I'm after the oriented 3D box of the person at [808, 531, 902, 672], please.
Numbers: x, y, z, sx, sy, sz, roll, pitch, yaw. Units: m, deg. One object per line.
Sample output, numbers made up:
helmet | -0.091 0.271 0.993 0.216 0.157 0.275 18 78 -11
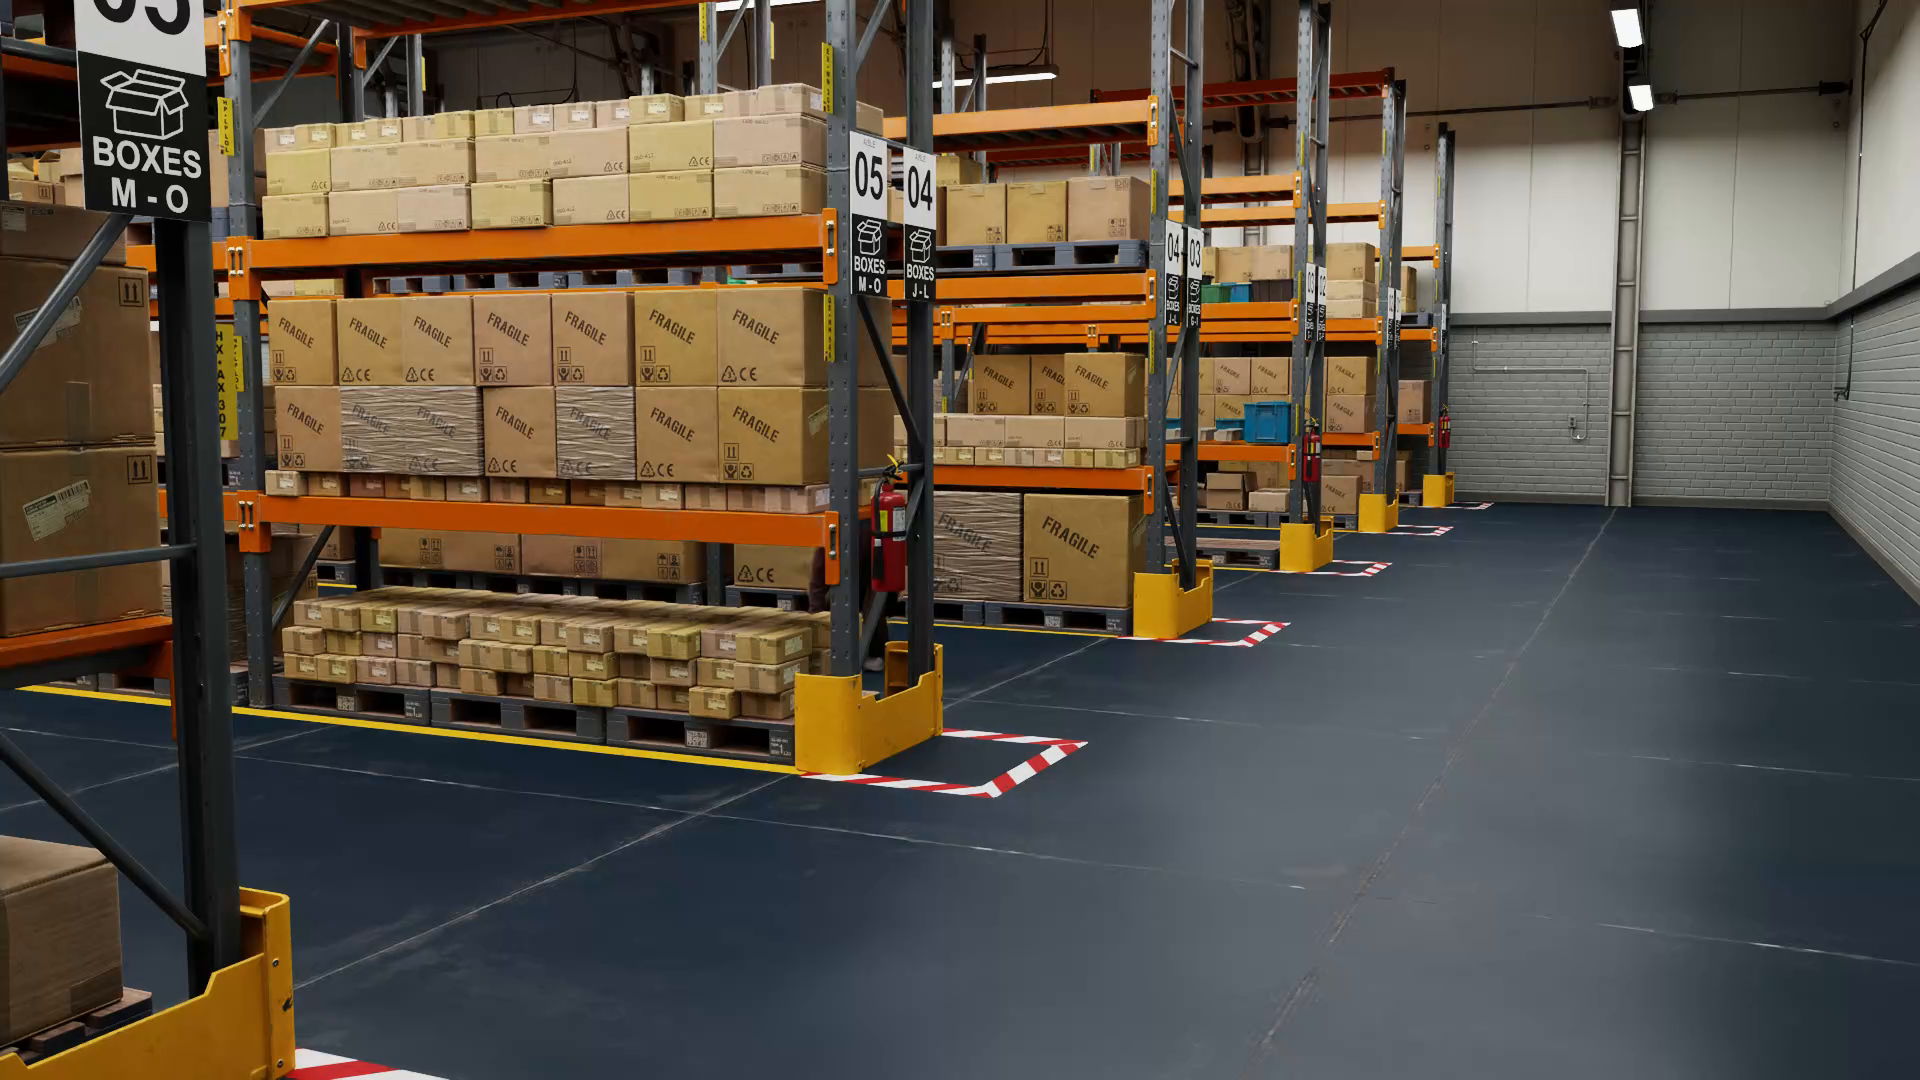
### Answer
person | -0.683 0.358 11.387 0.615 1.081 0.860 2 6 23
